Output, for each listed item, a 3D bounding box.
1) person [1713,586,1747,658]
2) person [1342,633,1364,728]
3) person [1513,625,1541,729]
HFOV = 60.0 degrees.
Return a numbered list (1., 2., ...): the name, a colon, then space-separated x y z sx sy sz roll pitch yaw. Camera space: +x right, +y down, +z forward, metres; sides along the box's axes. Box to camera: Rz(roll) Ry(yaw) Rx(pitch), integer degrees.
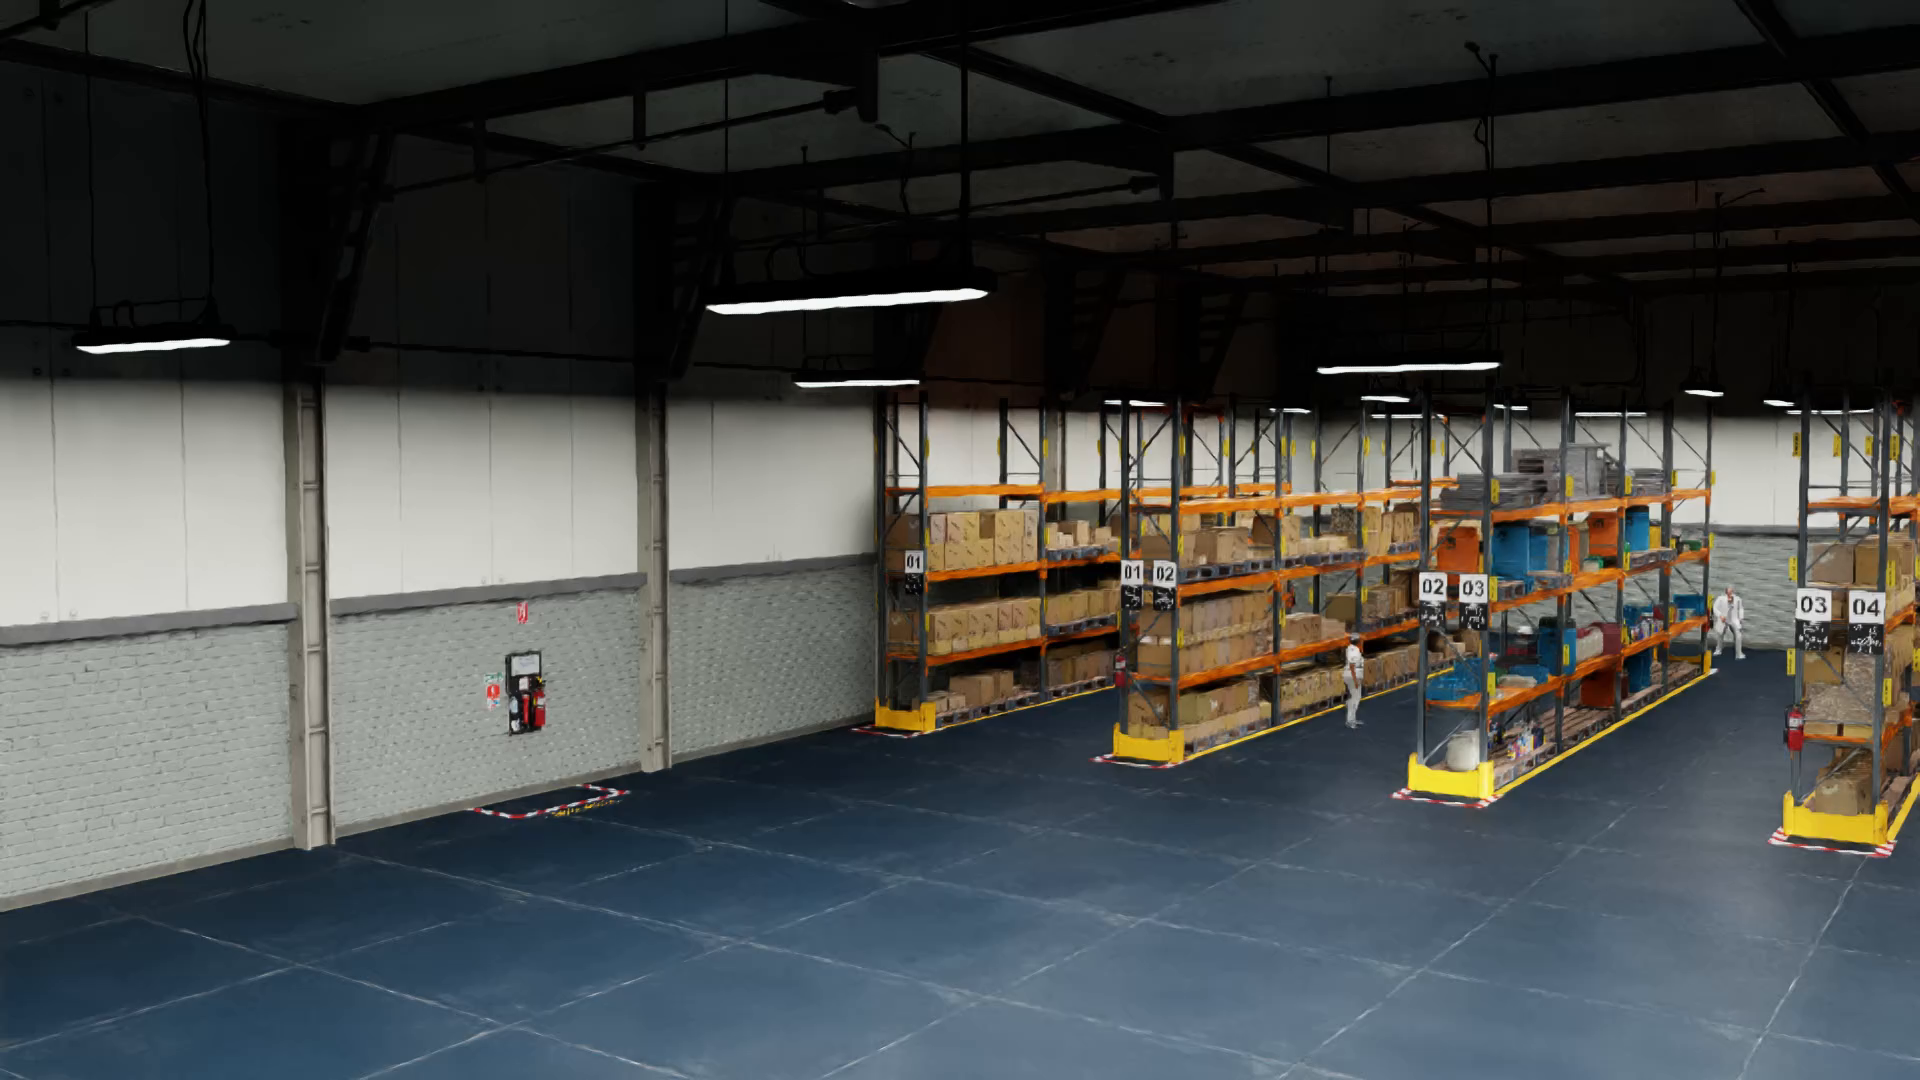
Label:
1. person: 18.332 1.933 39.671 0.723 1.713 0.901 1 3 18
2. person: 7.094 2.538 29.992 0.404 1.727 0.559 0 3 7
3. person: 9.652 2.335 28.274 0.493 1.769 0.640 2 4 27
